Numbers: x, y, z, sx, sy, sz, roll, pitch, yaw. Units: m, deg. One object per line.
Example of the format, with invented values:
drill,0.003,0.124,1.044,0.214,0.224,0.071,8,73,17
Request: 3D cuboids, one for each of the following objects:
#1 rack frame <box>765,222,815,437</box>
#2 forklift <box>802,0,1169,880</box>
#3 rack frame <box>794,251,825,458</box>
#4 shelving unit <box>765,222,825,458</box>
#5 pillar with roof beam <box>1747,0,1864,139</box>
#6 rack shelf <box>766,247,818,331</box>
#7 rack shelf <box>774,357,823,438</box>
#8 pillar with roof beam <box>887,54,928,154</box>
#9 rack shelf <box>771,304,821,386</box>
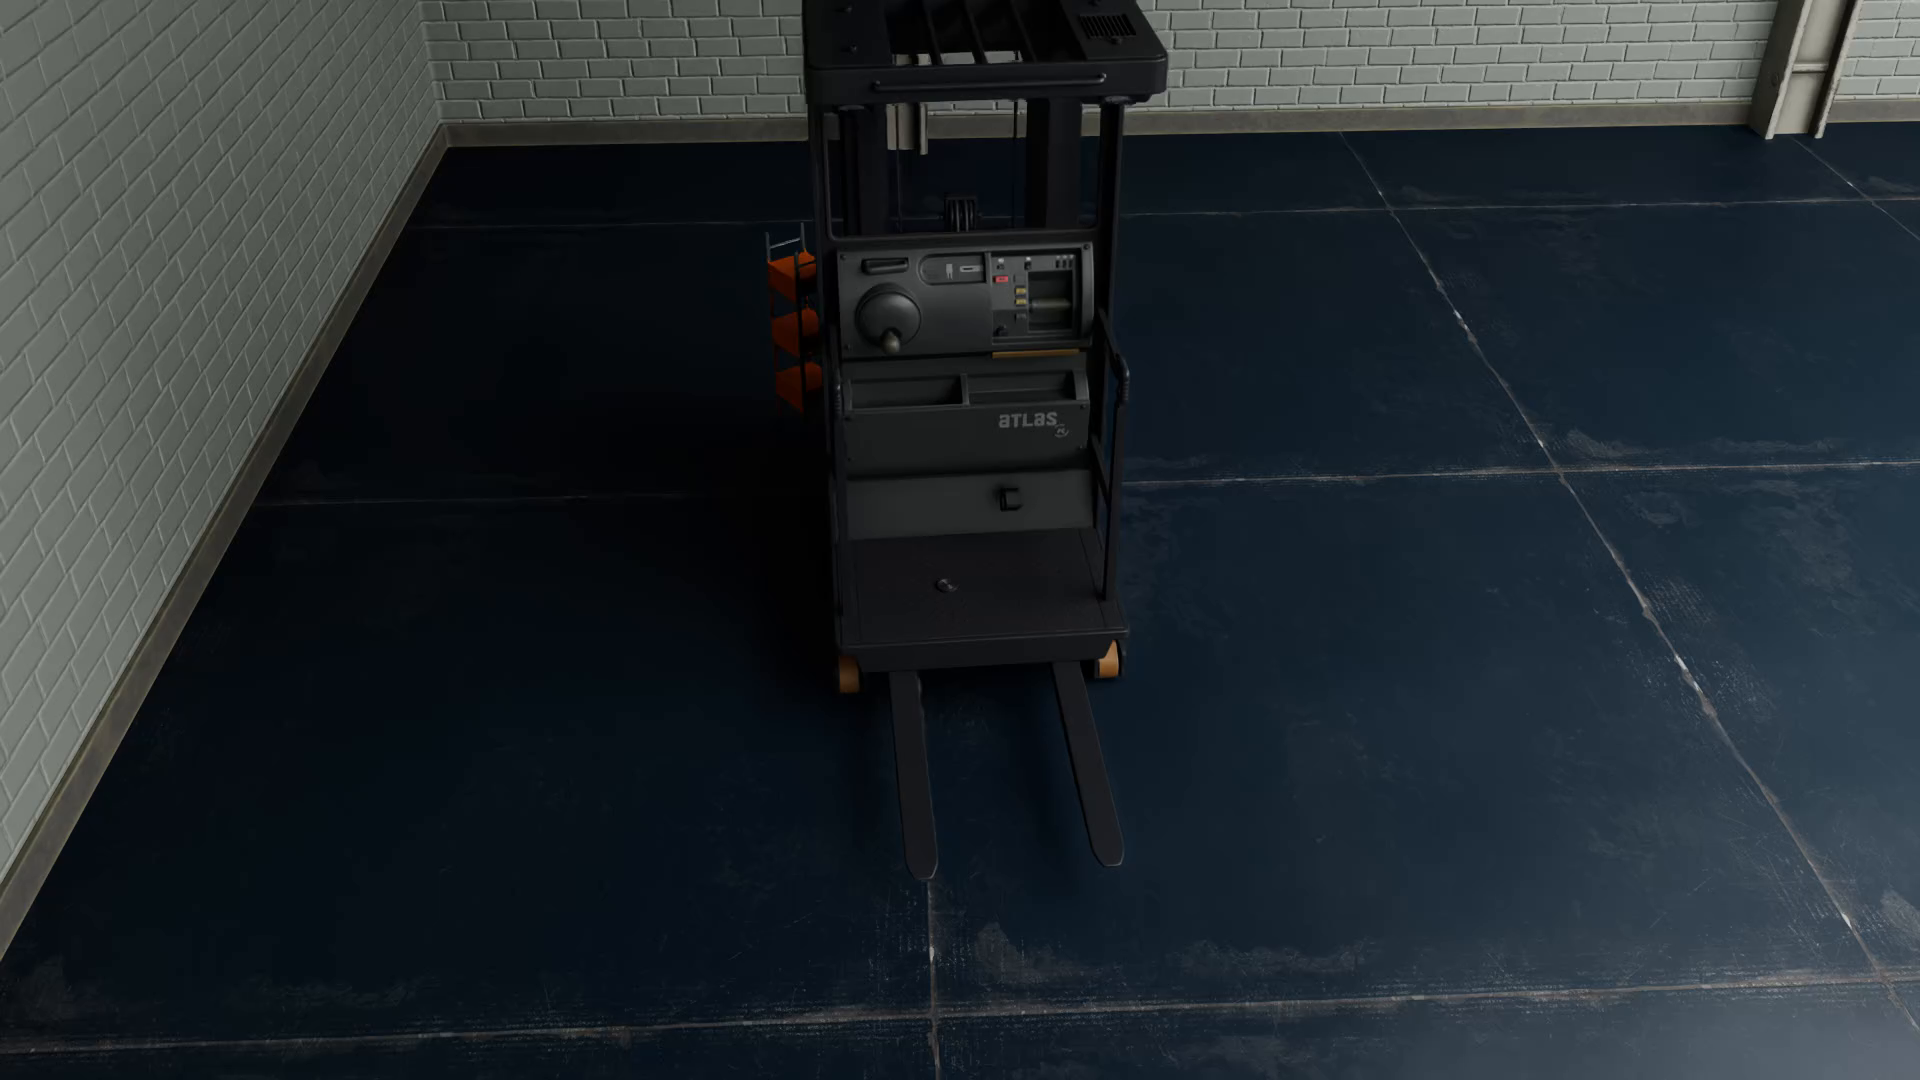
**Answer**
rack frame,-0.785,-0.962,7.717,0.200,1.050,0.008,-23,41,-29
forklift,0.045,-0.817,5.854,1.130,2.935,3.031,-3,35,-4
rack frame,-0.639,-0.850,7.556,0.200,1.050,0.008,-23,41,-29
shelving unit,-0.712,-0.906,7.637,0.215,1.050,0.252,-23,41,-29
pillar with roof beam,5.780,-4.030,5.166,0.400,9.000,9.100,-2,35,-2
rack shelf,-0.712,-1.131,7.481,0.215,0.259,0.240,-23,41,-29
rack shelf,-0.712,-0.669,7.801,0.215,0.259,0.240,-23,41,-29
pillar with roof beam,-0.214,-3.869,4.932,0.400,9.000,9.100,-2,35,-2
rack shelf,-0.712,-0.897,7.643,0.215,0.259,0.240,-23,41,-29
